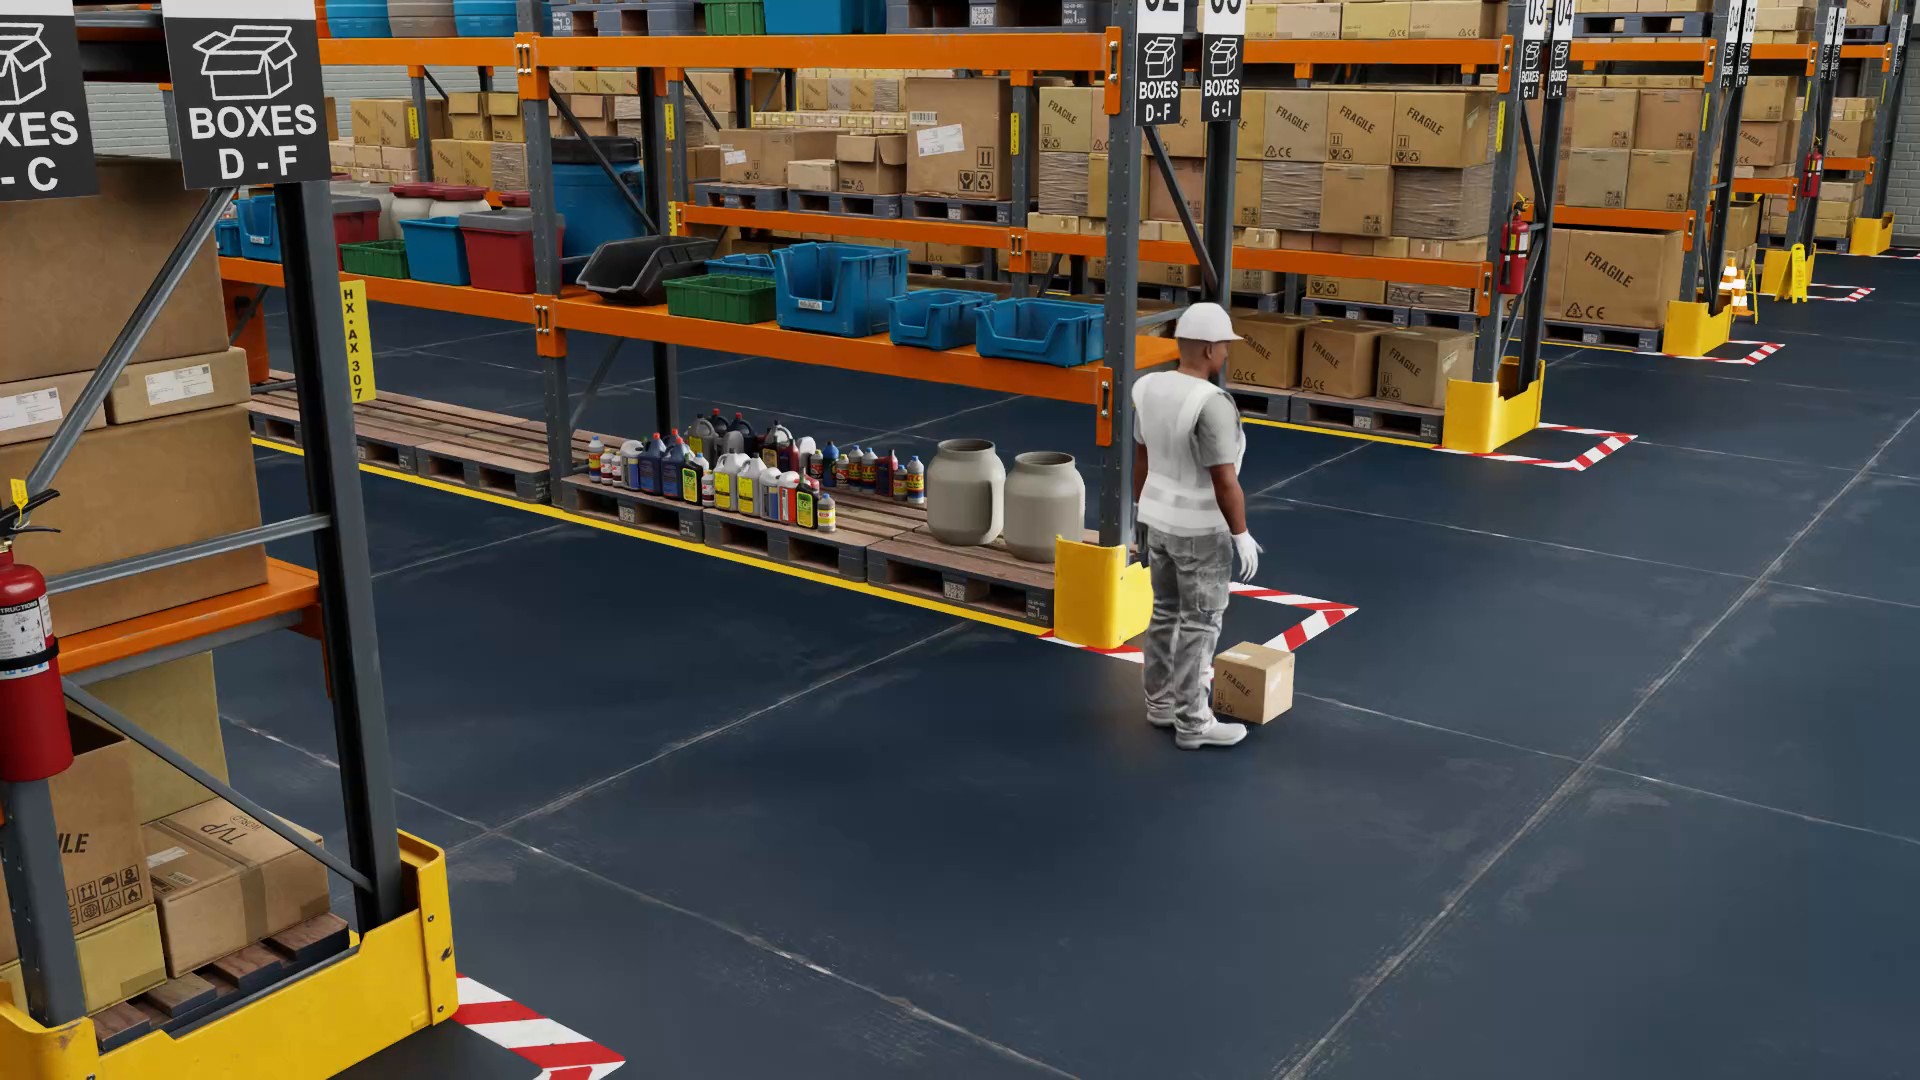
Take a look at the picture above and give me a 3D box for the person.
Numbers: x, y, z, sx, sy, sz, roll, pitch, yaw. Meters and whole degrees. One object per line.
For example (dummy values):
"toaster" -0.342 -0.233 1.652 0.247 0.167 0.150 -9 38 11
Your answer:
"person" 0.948 -0.046 6.628 0.426 1.801 0.622 -8 18 -25
